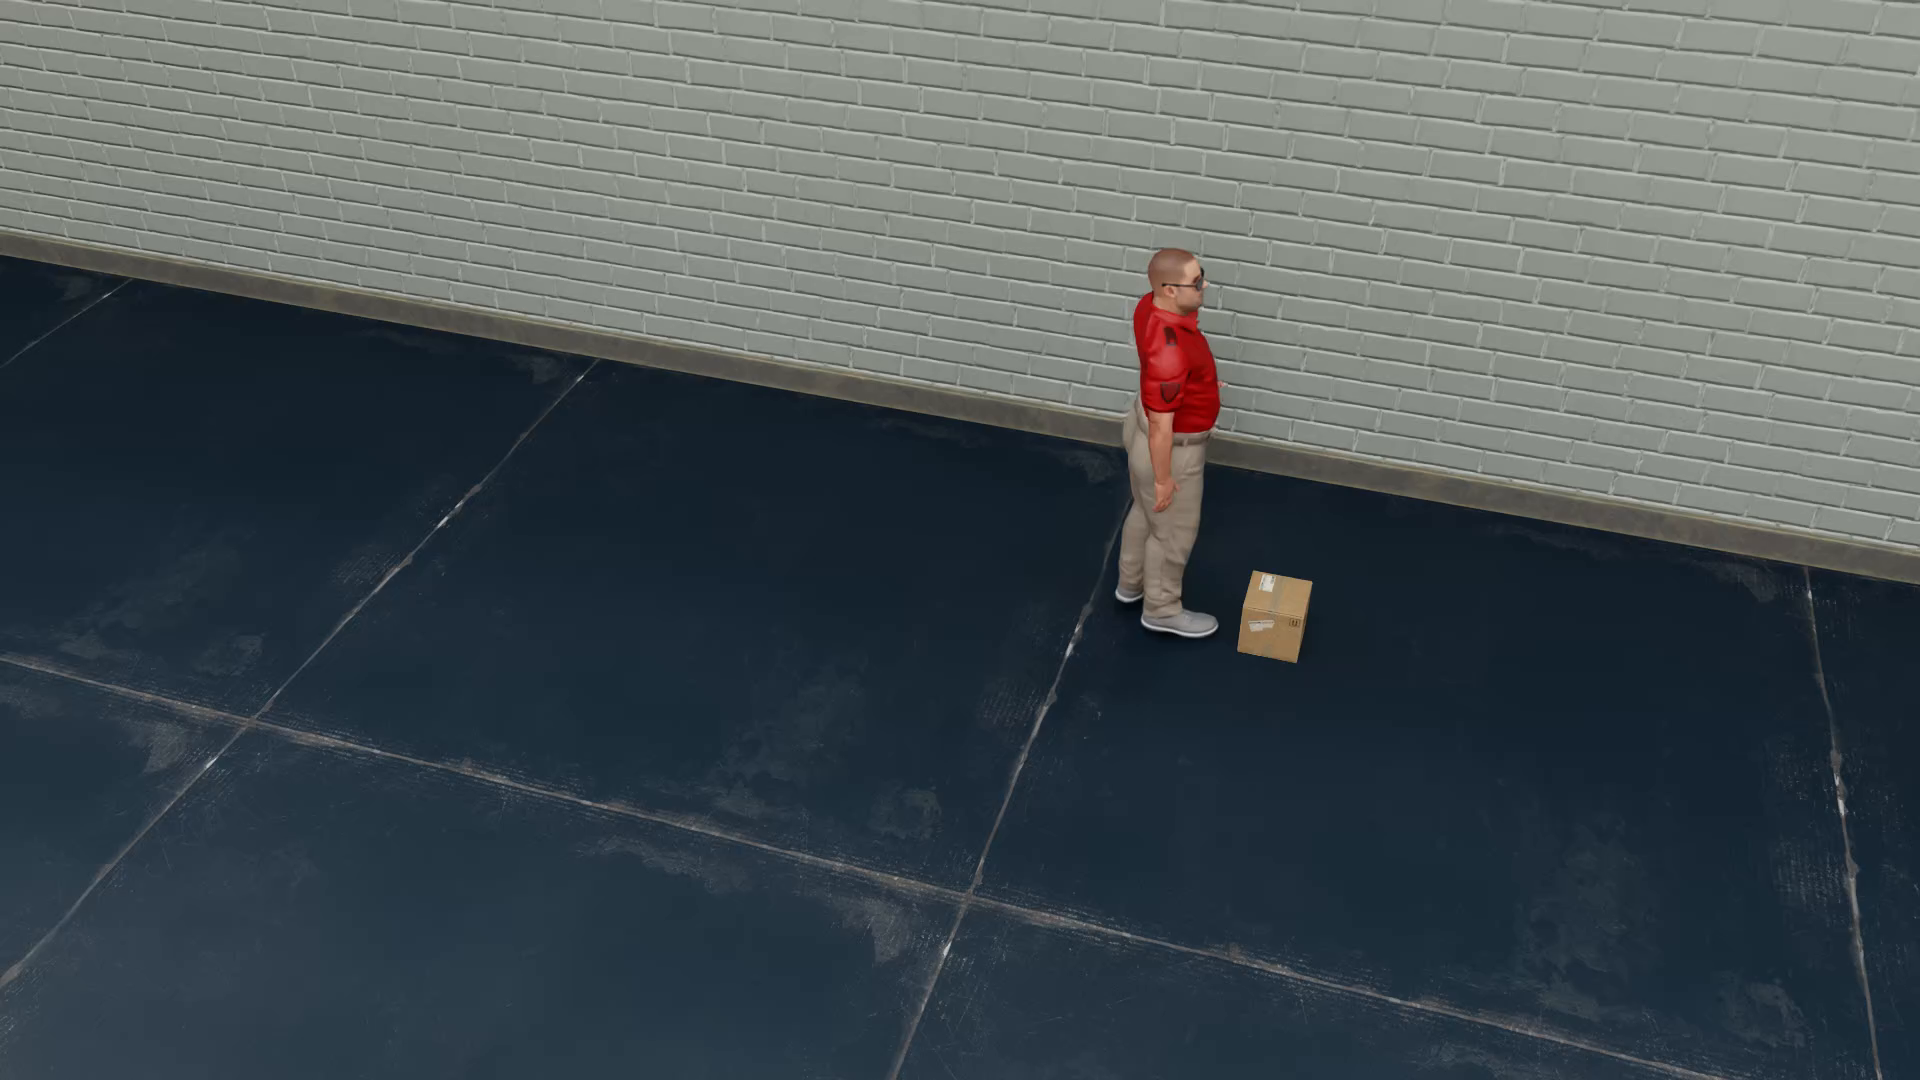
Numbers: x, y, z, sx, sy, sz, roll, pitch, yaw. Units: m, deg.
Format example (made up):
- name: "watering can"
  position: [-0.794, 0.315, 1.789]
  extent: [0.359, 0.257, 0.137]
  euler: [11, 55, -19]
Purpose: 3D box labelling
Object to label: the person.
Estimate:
- name: "person"
  position: [0.887, -0.410, 6.679]
  extent: [0.467, 1.738, 0.701]
  euler: [-3, 37, -3]
